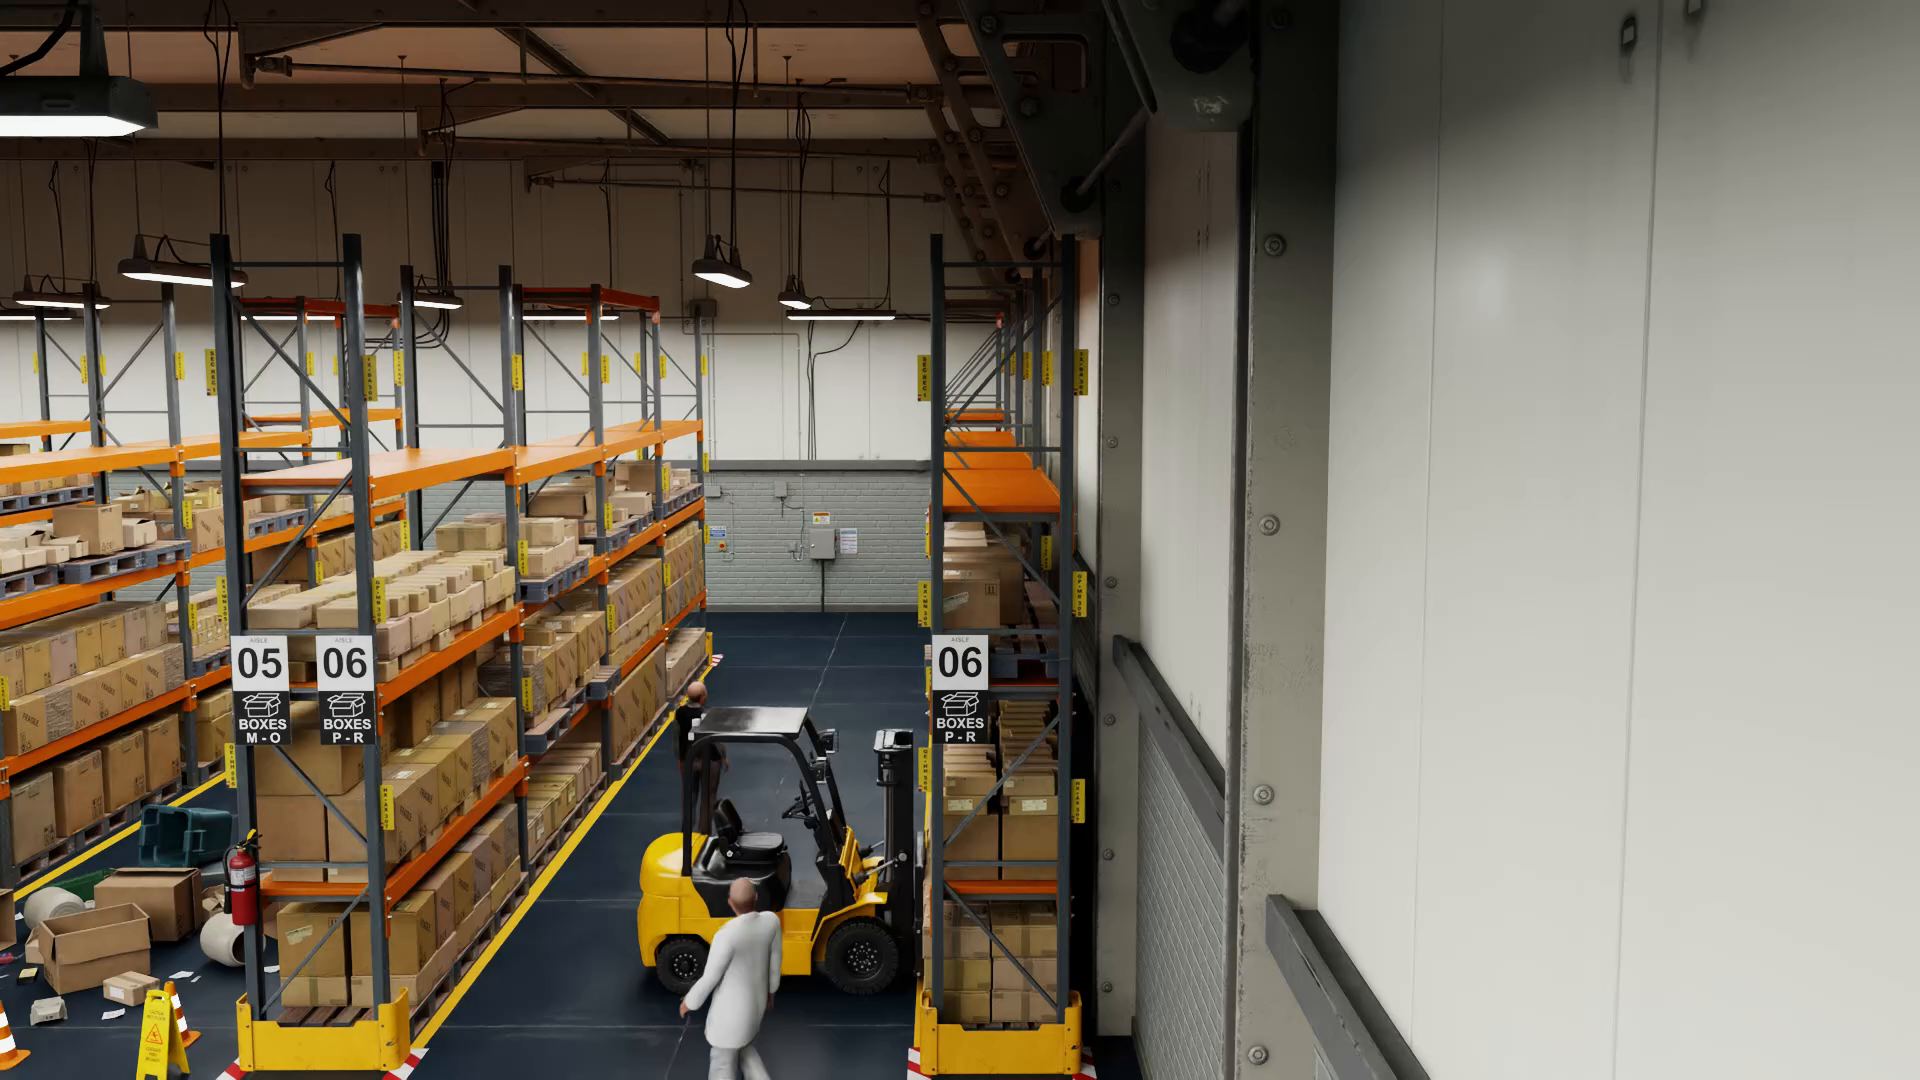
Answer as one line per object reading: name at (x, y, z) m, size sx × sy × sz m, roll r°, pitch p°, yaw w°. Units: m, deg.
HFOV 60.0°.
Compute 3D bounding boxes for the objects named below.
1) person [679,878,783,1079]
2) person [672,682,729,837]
person at (-1.527, 3.070, 11.060) m, size 0.710 × 1.754 × 0.644 m, roll 3°, pitch 7°, yaw 28°
person at (-2.649, 2.274, 16.920) m, size 0.562 × 1.710 × 0.470 m, roll 1°, pitch 6°, yaw 6°
